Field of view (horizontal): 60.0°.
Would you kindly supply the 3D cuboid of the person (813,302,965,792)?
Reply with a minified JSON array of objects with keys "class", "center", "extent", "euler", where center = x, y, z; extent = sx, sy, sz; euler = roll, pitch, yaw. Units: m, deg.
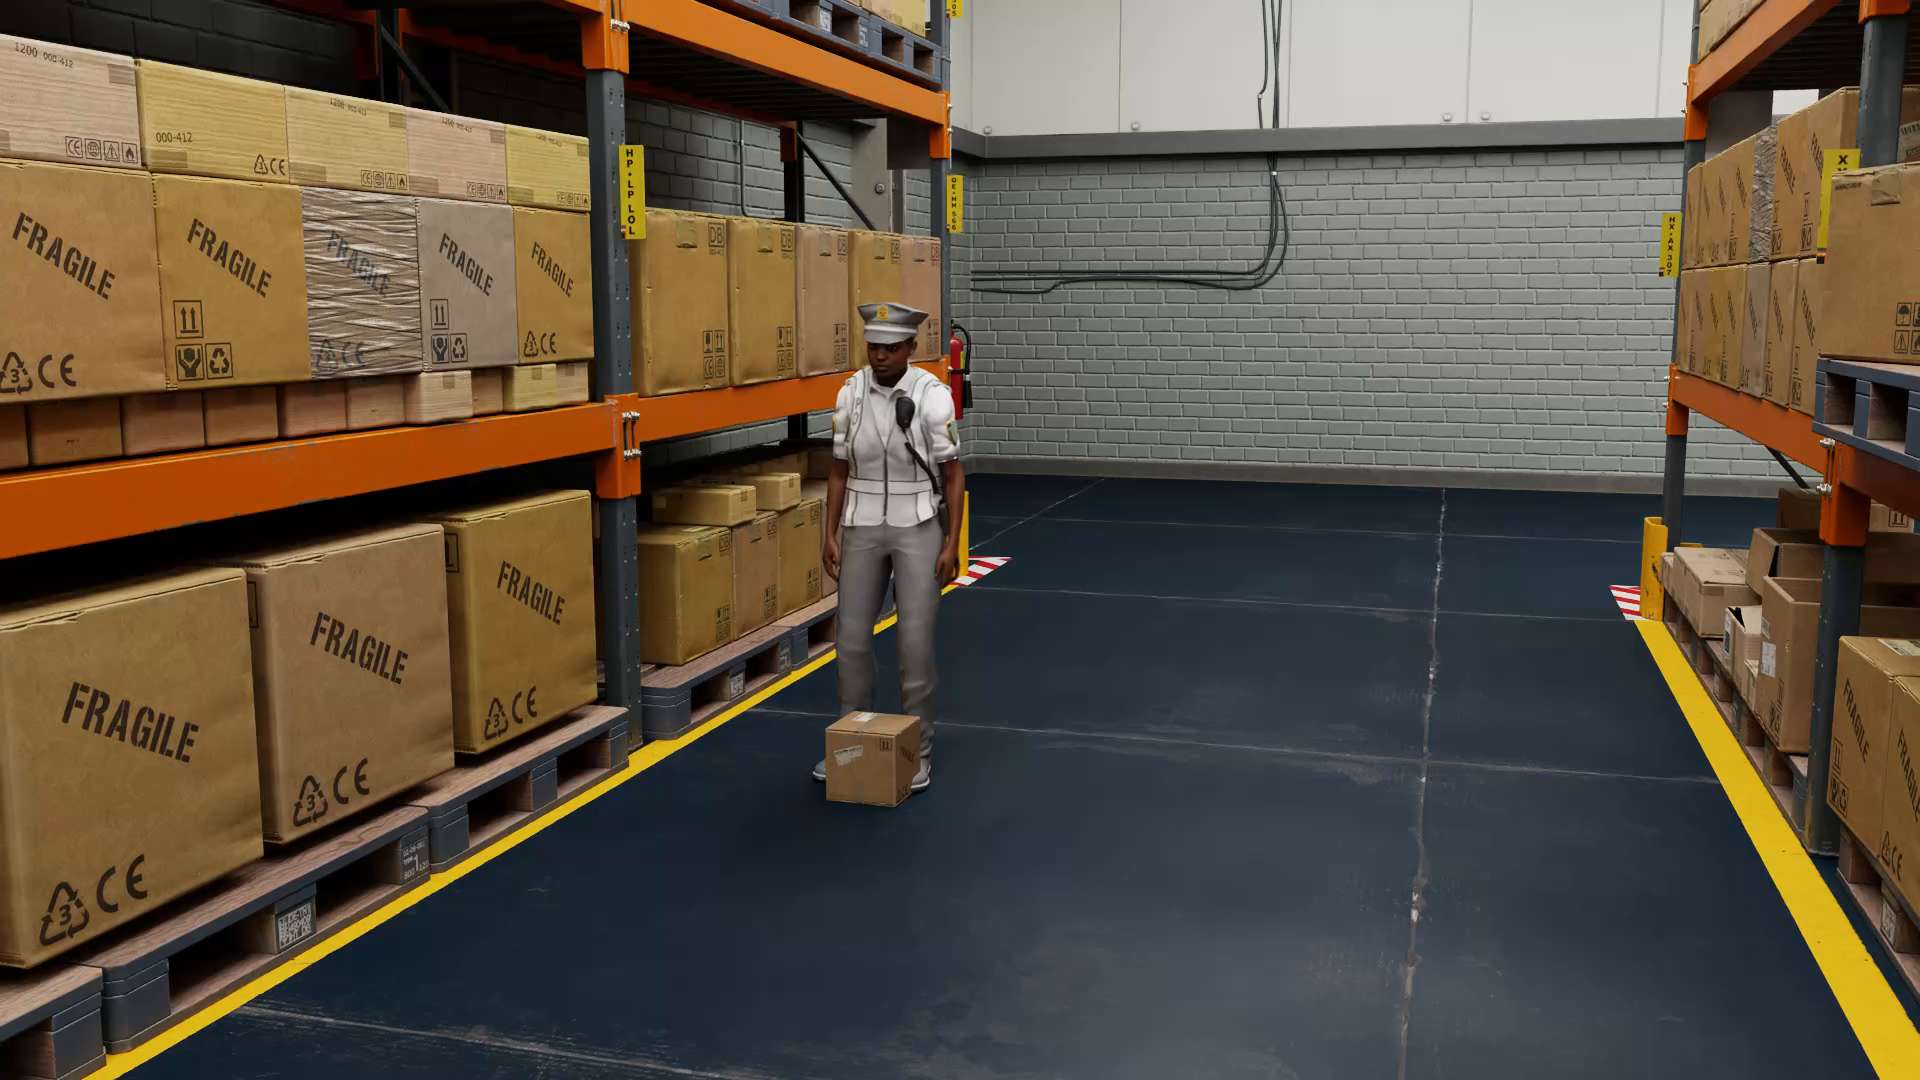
[{"class":"person","center":[-0.253,0.014,5.753],"extent":[0.496,1.657,0.409],"euler":[2,9,16]}]
